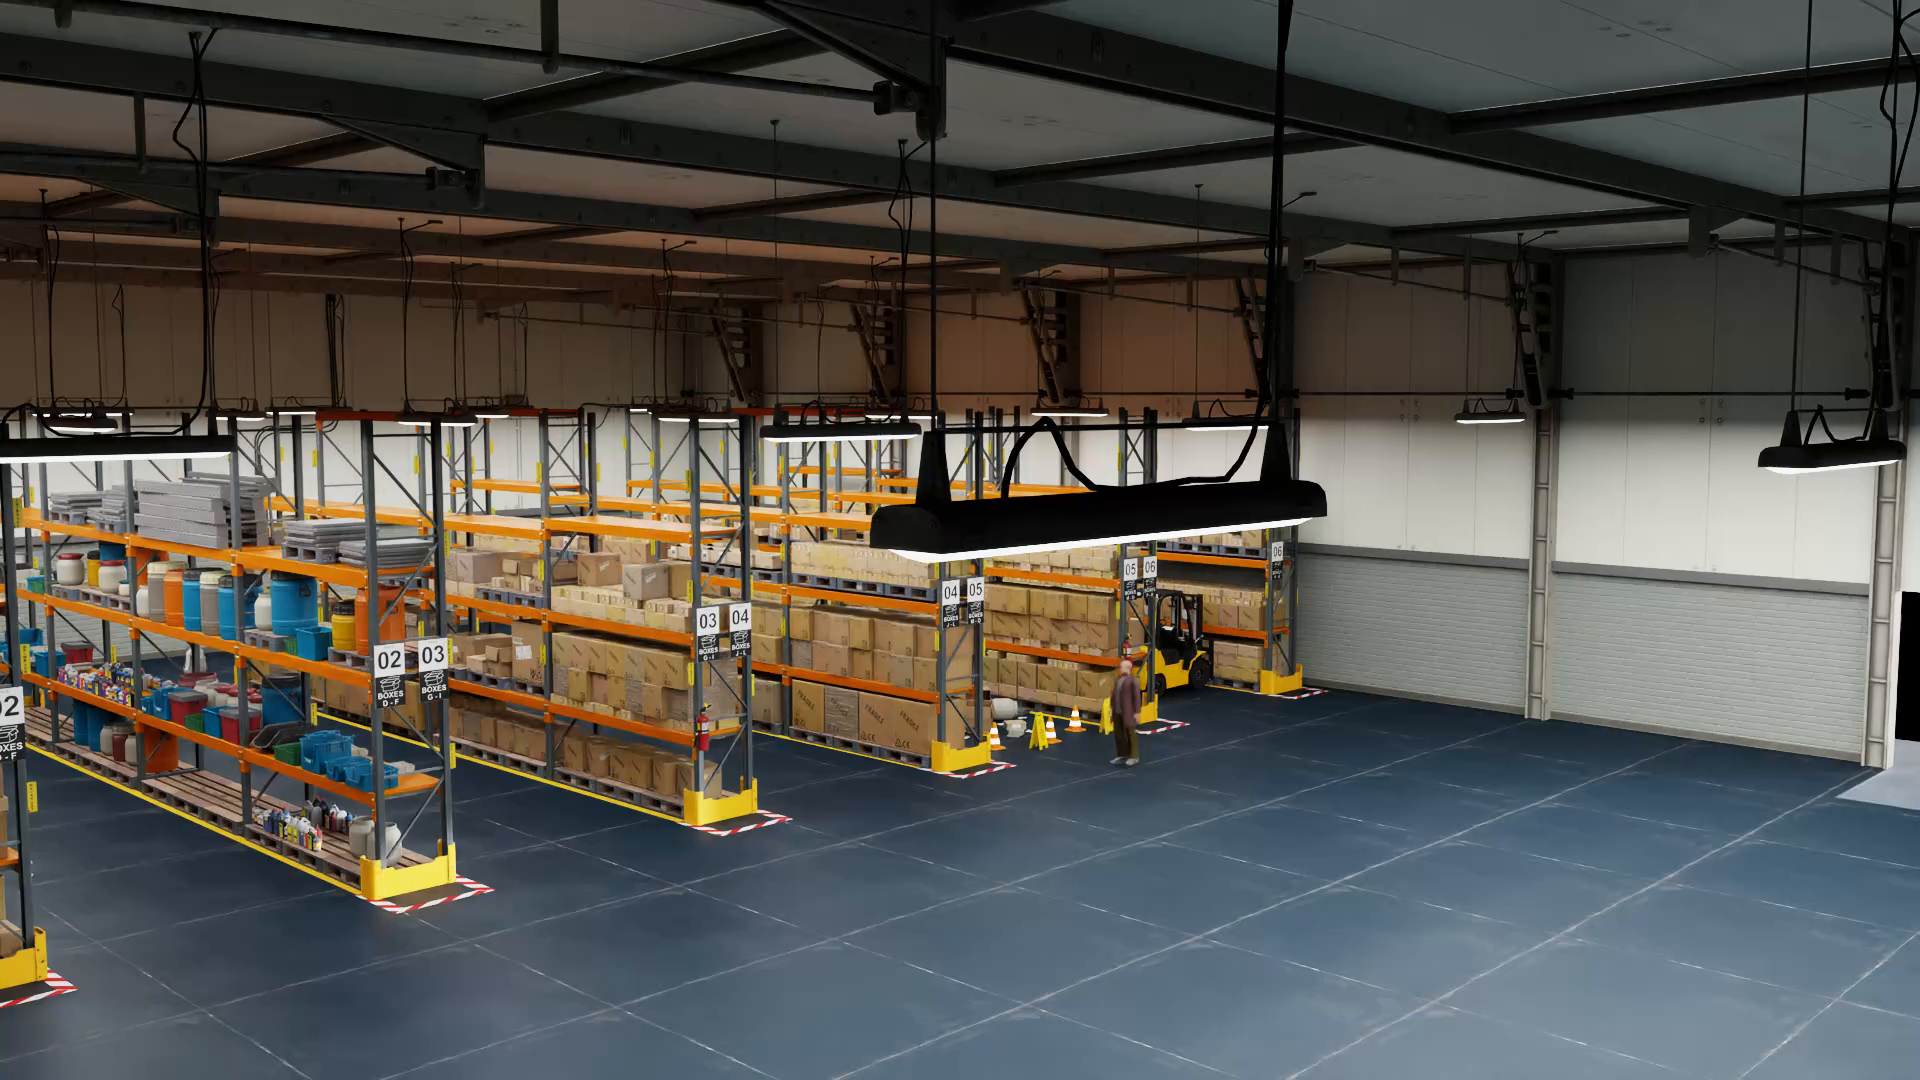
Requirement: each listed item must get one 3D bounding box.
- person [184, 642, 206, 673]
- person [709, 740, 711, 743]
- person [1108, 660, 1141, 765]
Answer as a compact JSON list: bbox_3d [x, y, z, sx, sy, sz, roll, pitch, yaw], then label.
[{"bbox_3d":[-14.971,2.656,32.554,0.690,1.560,0.446,4,6,39],"label":"person"},{"bbox_3d":[-4.620,2.869,30.378,0.527,1.579,0.723,-1,5,-10],"label":"person"},{"bbox_3d":[2.817,2.944,28.332,0.405,1.824,0.699,-5,7,-44],"label":"person"}]
